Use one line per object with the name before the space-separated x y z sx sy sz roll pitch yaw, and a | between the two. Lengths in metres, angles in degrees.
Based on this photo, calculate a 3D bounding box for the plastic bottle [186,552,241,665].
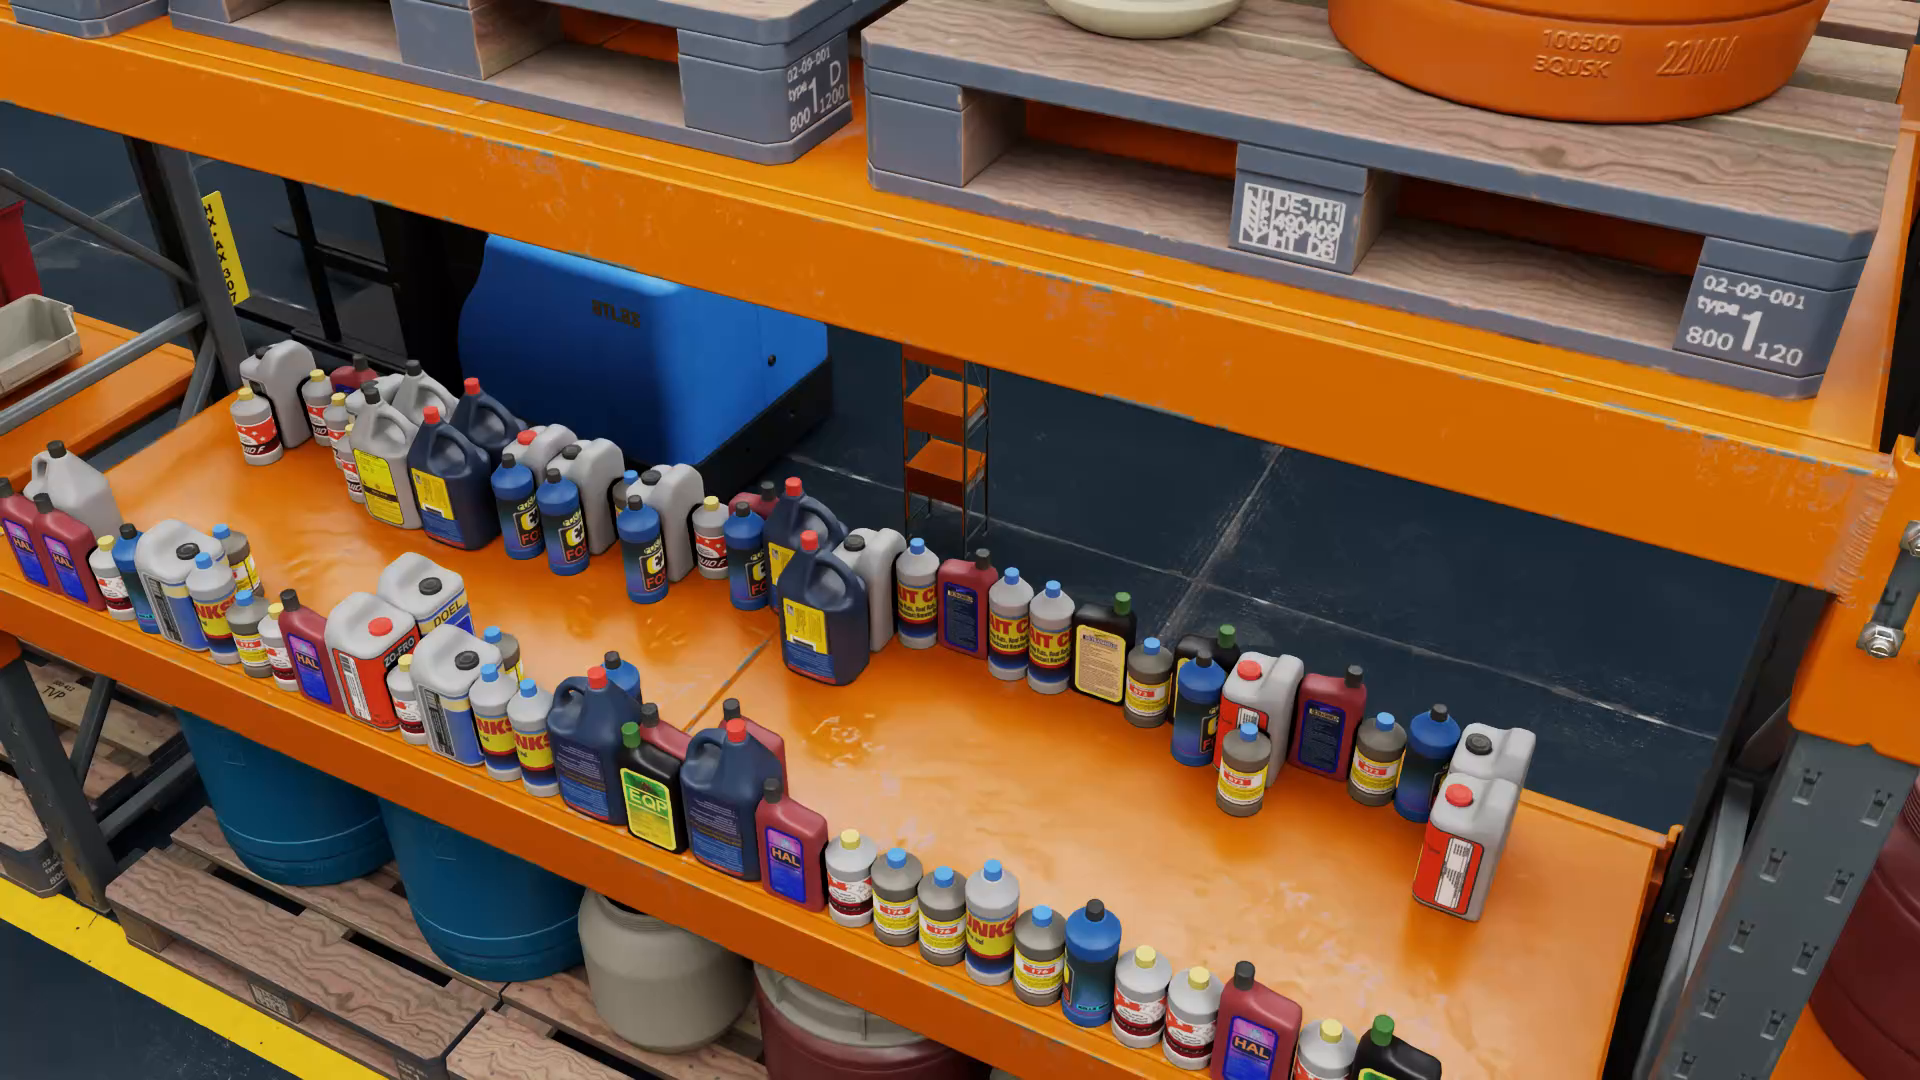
plastic bottle | -1.643 0.144 3.686 0.097 0.271 0.097 0 37 0

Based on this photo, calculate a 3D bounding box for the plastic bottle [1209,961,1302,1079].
plastic bottle | 0.497 0.822 2.783 0.133 0.283 0.061 17 41 21

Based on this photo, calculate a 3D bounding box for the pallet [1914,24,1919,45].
pallet | 6.572 -3.201 10.292 1.213 0.211 1.003 17 41 21

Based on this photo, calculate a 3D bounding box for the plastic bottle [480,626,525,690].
plastic bottle | -0.989 0.273 3.574 0.097 0.201 0.097 0 37 0

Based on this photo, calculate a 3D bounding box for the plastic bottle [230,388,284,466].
plastic bottle | -1.836 -0.302 4.331 0.097 0.201 0.097 0 37 0

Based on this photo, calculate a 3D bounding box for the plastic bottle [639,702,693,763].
plastic bottle | -0.567 0.447 3.277 0.133 0.283 0.061 17 41 21

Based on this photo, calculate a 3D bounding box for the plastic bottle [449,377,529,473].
plastic bottle | -1.163 -0.238 4.124 0.185 0.351 0.144 17 41 21

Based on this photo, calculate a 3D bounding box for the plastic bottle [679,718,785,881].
plastic bottle | -0.435 0.475 3.185 0.185 0.351 0.144 17 41 21

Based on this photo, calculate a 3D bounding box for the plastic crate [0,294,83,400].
plastic crate | -2.642 -0.514 4.615 0.243 0.136 0.396 17 41 21

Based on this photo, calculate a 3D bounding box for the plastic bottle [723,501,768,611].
plastic bottle | -0.492 0.029 3.837 0.097 0.271 0.097 0 37 0

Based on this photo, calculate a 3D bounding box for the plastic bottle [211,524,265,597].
plastic bottle | -1.693 0.053 3.864 0.097 0.201 0.097 0 37 0

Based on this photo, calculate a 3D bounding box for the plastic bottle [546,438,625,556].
plastic bottle | -0.904 -0.125 4.036 0.135 0.276 0.152 17 41 21

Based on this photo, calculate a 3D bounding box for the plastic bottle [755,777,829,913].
plastic bottle | -0.313 0.568 3.117 0.133 0.283 0.061 17 41 21

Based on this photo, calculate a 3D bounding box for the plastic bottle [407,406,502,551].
plastic bottle | -1.230 -0.161 4.022 0.185 0.351 0.144 17 41 21

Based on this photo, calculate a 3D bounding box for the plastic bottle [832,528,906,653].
plastic bottle | -0.209 0.093 3.749 0.135 0.276 0.152 17 41 21

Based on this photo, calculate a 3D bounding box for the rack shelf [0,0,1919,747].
rack shelf | -0.518 -0.742 2.860 4.000 0.370 1.077 17 41 21

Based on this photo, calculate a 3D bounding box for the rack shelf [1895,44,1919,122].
rack shelf | 5.311 -1.094 5.805 4.000 0.370 1.077 17 41 21

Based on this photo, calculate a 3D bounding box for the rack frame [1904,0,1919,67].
rack frame | 3.535 -1.936 6.320 0.127 3.000 1.000 17 41 21

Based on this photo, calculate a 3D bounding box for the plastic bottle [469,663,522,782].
plastic bottle | -0.940 0.364 3.396 0.097 0.271 0.097 0 37 0

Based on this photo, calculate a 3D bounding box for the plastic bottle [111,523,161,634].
plastic bottle | -1.849 0.079 3.771 0.097 0.271 0.097 0 37 0

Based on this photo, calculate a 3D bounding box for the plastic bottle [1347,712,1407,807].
plastic bottle | 0.845 0.434 3.362 0.097 0.201 0.097 0 37 0

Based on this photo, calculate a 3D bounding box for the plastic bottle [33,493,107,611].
plastic bottle | -2.046 0.025 3.832 0.133 0.283 0.061 17 41 21

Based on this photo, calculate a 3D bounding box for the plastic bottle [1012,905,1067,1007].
plastic bottle | 0.144 0.731 2.970 0.097 0.201 0.097 0 37 0

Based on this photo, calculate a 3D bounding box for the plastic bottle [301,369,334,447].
plastic bottle | -1.680 -0.357 4.403 0.097 0.201 0.097 0 37 0

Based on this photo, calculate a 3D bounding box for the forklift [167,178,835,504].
forklift | -2.055 -1.872 6.292 3.031 2.935 1.130 19 41 23

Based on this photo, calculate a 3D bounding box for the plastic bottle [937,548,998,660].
plastic bottle | 0.017 0.130 3.695 0.133 0.283 0.061 17 41 21

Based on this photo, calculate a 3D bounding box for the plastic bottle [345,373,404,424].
plastic bottle | -1.471 -0.302 4.270 0.135 0.276 0.152 17 41 21

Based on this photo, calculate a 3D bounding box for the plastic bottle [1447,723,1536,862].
plastic bottle | 1.022 0.478 3.241 0.135 0.276 0.152 17 41 21

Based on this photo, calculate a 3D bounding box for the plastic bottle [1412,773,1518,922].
plastic bottle | 0.952 0.560 3.134 0.135 0.276 0.152 17 41 21

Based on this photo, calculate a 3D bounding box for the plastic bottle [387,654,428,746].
plastic bottle | -1.146 0.327 3.502 0.097 0.201 0.097 0 37 0

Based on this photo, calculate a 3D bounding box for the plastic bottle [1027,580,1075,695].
plastic bottle | 0.198 0.203 3.608 0.097 0.271 0.097 0 37 0

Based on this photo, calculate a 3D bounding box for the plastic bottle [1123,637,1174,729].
plastic bottle | 0.402 0.295 3.544 0.097 0.201 0.097 0 37 0

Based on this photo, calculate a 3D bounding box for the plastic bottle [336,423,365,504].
plastic bottle | -1.512 -0.200 4.198 0.097 0.201 0.097 0 37 0

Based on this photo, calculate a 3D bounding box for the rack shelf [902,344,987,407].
rack shelf | -0.048 -0.651 5.787 0.240 0.259 0.215 17 41 21

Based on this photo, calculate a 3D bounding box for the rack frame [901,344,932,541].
rack frame | -0.156 -0.467 5.997 0.008 1.050 0.200 17 41 21

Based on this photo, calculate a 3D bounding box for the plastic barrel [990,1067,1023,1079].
plastic barrel | 0.273 1.311 3.753 0.421 0.512 0.421 0 37 0

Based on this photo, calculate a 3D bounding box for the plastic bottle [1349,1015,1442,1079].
plastic bottle | 0.702 0.886 2.699 0.133 0.283 0.061 17 41 21

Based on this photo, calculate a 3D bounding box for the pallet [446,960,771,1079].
pallet | -0.541 1.297 4.367 1.213 0.211 1.003 17 41 21

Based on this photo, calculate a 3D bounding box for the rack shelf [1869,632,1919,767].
rack shelf | 3.034 0.371 1.395 4.000 0.370 1.077 17 41 21

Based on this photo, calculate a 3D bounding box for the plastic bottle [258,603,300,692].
plastic bottle | -1.470 0.226 3.636 0.097 0.201 0.097 0 37 0

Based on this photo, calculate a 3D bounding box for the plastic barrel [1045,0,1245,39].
plastic barrel | 0.238 -0.804 2.114 0.301 0.262 0.301 0 37 0

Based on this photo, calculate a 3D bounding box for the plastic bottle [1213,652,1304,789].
plastic bottle | 0.611 0.350 3.411 0.135 0.276 0.152 17 41 21

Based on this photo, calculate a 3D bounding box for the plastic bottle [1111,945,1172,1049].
plastic bottle | 0.317 0.785 2.899 0.097 0.201 0.097 0 37 0

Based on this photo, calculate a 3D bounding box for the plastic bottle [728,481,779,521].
plastic bottle | -0.472 -0.023 3.896 0.133 0.283 0.061 17 41 21

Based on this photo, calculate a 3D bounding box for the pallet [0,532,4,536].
pallet | -4.052 0.199 5.813 1.213 0.211 1.003 17 41 21

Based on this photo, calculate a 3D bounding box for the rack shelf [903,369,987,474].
rack shelf | -0.048 -0.425 5.959 0.240 0.259 0.215 17 41 21

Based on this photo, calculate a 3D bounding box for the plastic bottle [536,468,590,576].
plastic bottle | -0.945 -0.051 3.942 0.097 0.271 0.097 0 37 0

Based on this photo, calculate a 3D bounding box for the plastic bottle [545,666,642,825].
plastic bottle | -0.717 0.386 3.301 0.185 0.351 0.144 17 41 21

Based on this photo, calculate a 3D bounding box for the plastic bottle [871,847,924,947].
plastic bottle | -0.115 0.650 3.077 0.097 0.201 0.097 0 37 0

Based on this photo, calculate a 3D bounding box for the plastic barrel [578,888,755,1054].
plastic barrel | -0.730 0.997 4.167 0.421 0.512 0.421 0 37 0

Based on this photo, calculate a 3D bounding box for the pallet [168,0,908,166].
pallet | -0.545 -1.030 2.801 1.213 0.211 1.003 17 41 21

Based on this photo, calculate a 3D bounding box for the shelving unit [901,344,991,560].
shelving unit | -0.048 -0.433 5.952 0.252 1.050 0.215 17 41 21

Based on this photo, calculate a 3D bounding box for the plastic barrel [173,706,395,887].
plastic barrel | -1.819 0.440 4.578 0.708 0.901 0.600 17 41 21

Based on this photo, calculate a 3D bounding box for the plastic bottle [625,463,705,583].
plastic bottle | -0.698 -0.060 3.951 0.135 0.276 0.152 17 41 21

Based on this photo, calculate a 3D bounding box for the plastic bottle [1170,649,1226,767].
plastic bottle | 0.493 0.337 3.431 0.097 0.271 0.097 0 37 0

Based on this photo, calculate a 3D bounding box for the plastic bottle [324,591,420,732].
plastic bottle | -1.236 0.251 3.541 0.135 0.276 0.152 17 41 21
